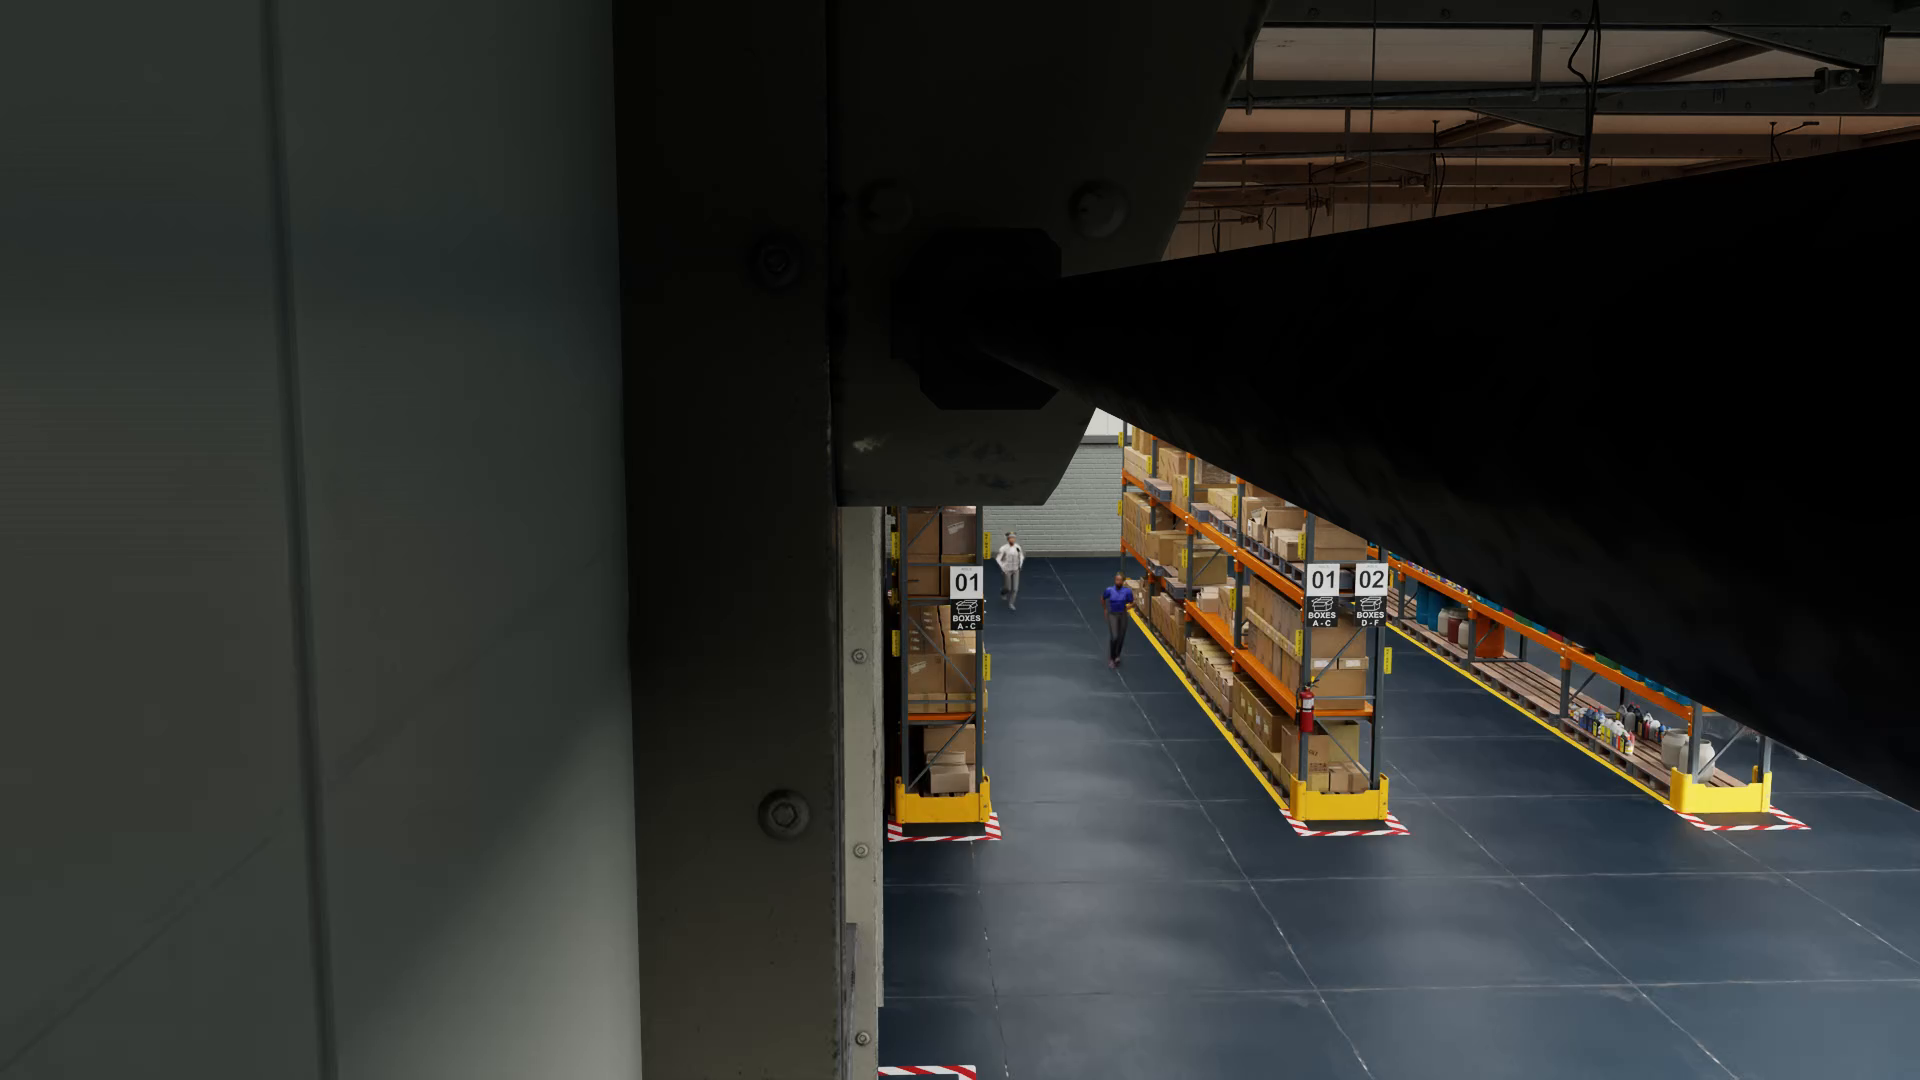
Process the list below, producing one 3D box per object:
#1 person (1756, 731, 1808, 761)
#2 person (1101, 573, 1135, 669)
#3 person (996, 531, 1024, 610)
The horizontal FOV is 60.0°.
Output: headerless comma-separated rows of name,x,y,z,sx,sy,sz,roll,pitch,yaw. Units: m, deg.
person,11.757,2.285,23.578,0.574,1.522,1.037,-2,8,-14
person,2.795,1.428,29.272,0.562,1.700,0.718,-1,8,-5
person,1.066,0.624,34.854,0.615,1.654,0.639,-3,8,-18
